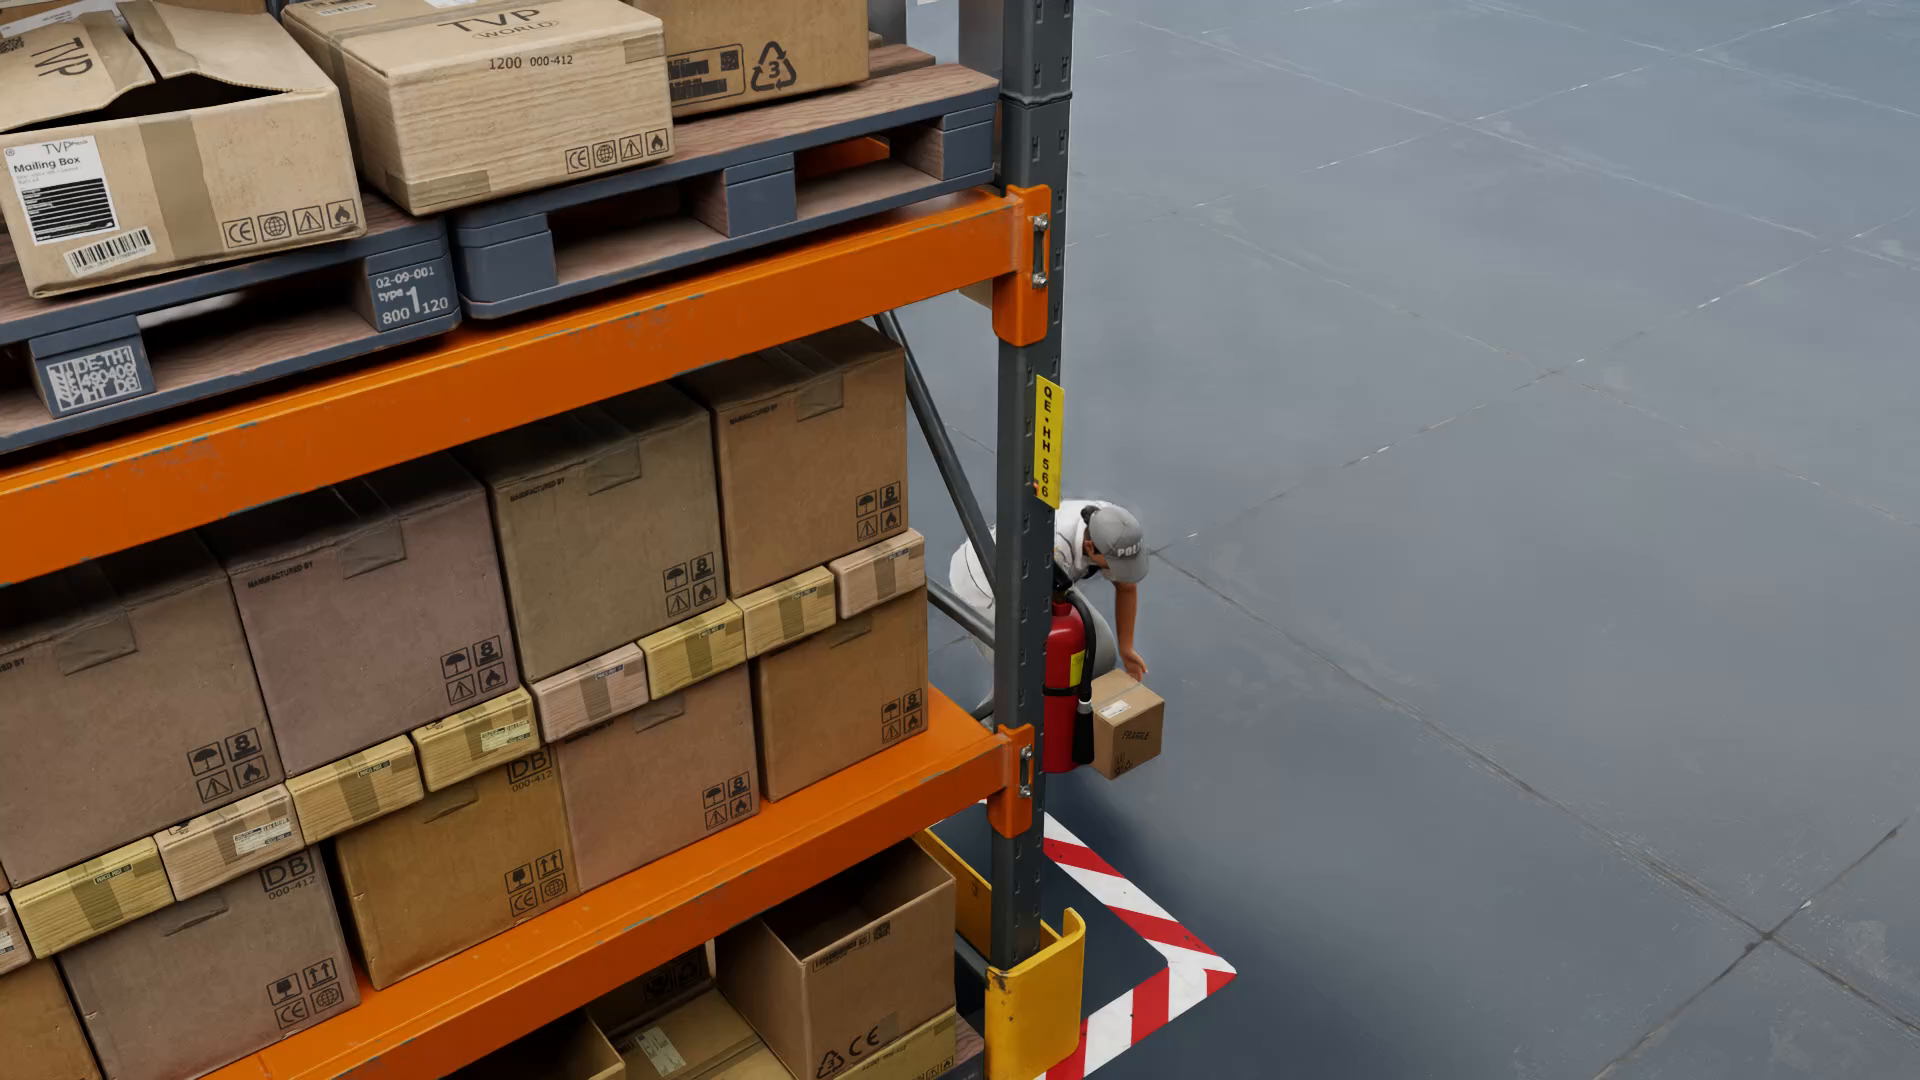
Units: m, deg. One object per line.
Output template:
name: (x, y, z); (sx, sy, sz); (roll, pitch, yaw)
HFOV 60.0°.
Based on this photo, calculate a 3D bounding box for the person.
person: (0.345, 0.272, 6.185); (0.541, 1.158, 0.817); (-23, 39, -31)
